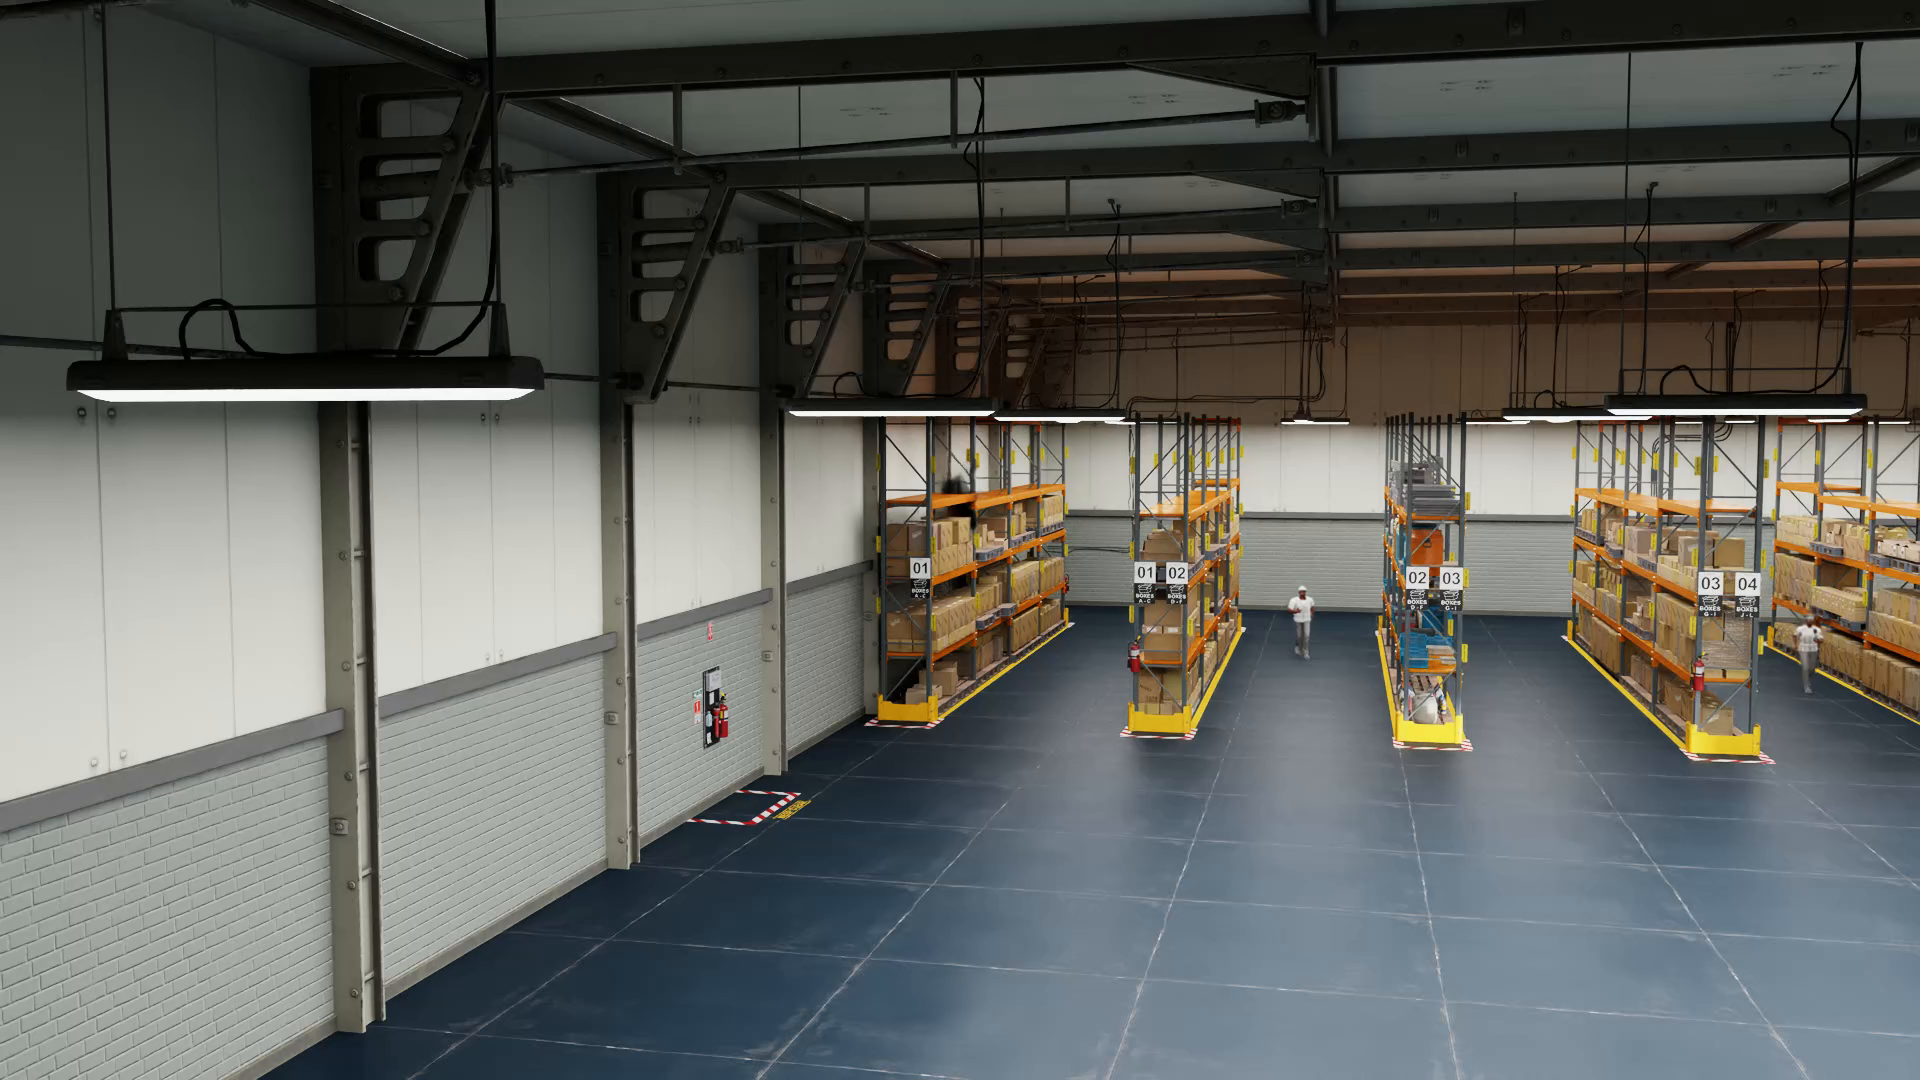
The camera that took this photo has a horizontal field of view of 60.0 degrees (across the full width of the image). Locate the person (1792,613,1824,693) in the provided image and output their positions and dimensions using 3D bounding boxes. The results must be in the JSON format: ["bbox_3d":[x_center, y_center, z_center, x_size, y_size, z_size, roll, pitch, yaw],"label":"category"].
[{"bbox_3d":[18.364,2.421,35.991,0.575,1.684,0.921,1,4,14],"label":"person"}]

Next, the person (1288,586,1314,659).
[{"bbox_3d":[8.487,2.017,41.245,0.700,1.765,0.917,0,4,0],"label":"person"}]

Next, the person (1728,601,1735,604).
[{"bbox_3d":[19.772,1.948,42.787,0.718,1.791,0.962,2,4,23],"label":"person"}]
